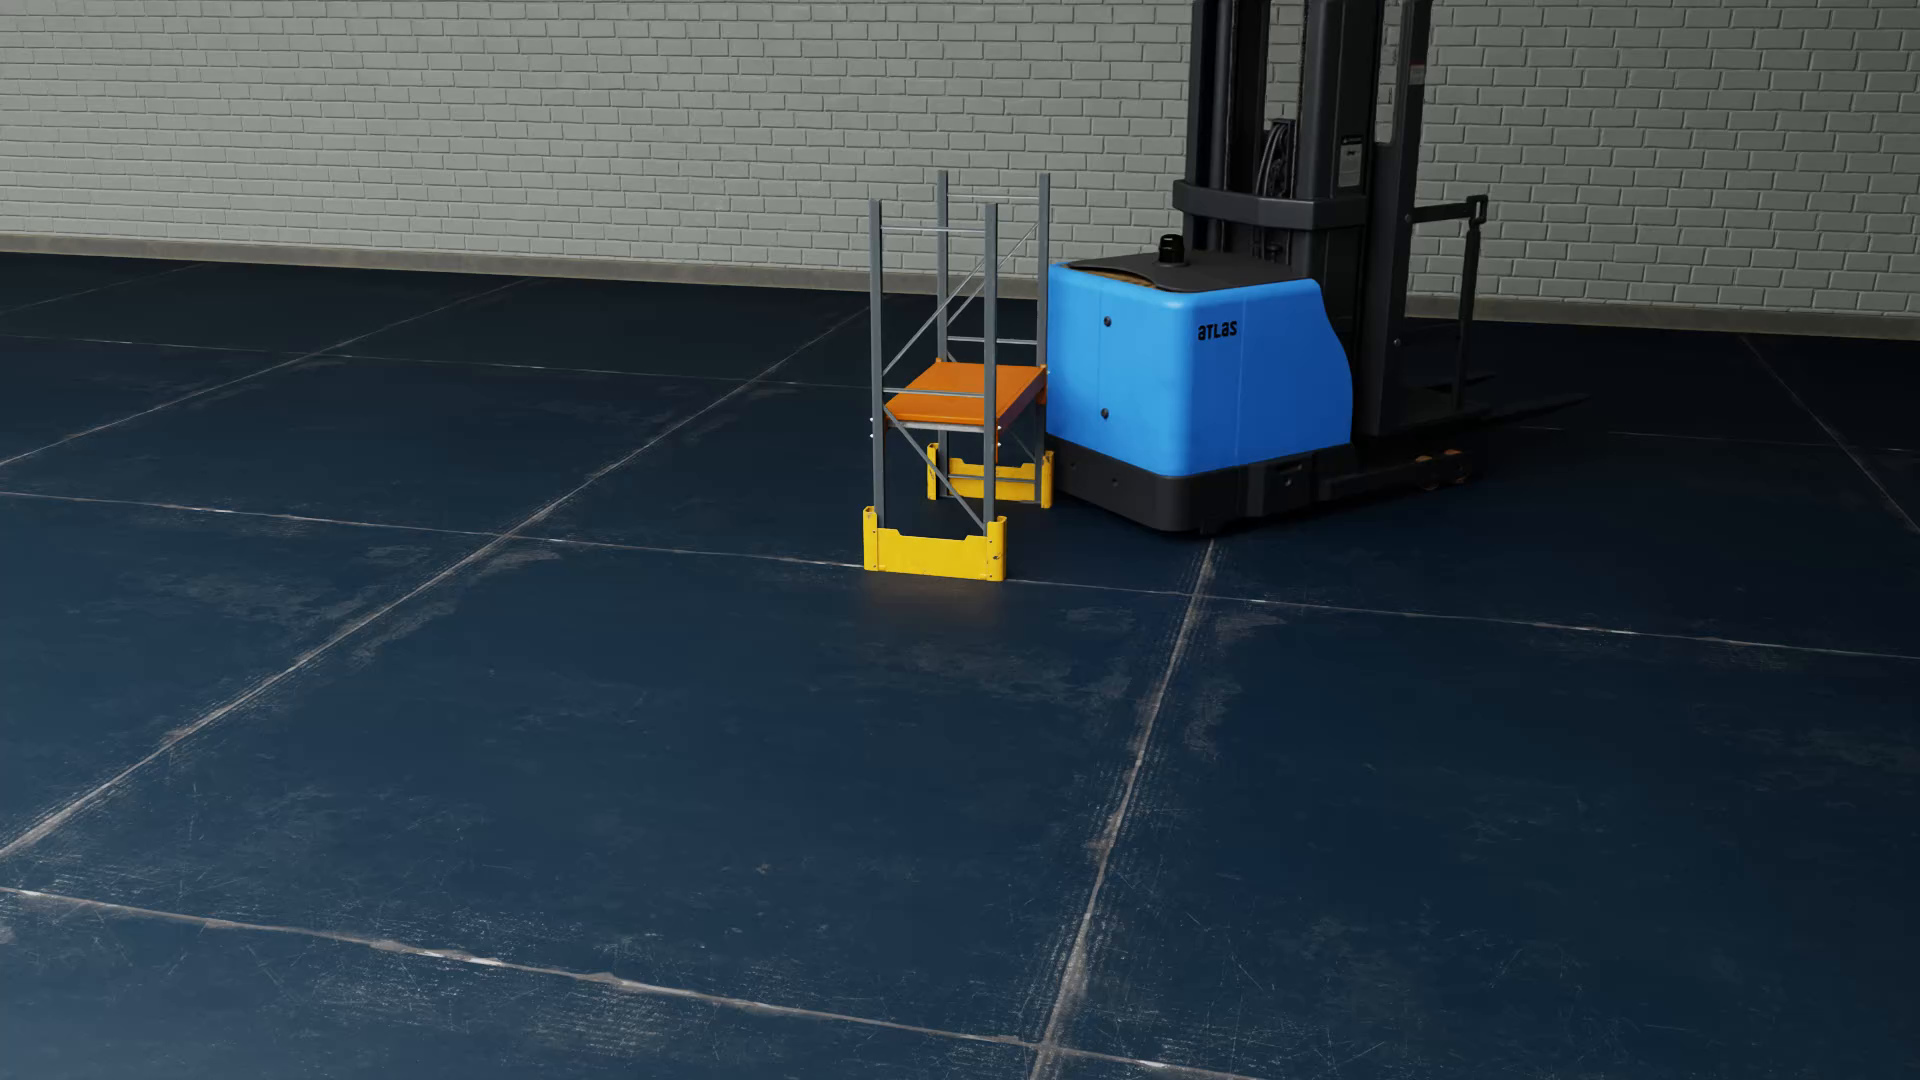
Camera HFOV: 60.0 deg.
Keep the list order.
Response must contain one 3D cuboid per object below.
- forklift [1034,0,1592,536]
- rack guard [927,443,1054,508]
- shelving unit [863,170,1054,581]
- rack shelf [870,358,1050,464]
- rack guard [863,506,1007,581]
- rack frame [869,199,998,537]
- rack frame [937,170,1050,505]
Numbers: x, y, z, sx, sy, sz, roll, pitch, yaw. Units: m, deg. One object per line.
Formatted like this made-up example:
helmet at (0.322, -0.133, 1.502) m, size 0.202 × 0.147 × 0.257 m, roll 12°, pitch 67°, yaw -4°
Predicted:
forklift at (1.860, -1.750, 7.776) m, size 3.031 × 2.935 × 1.130 m, roll -12°, pitch 22°, yaw -31°
rack guard at (0.140, -0.298, 7.674) m, size 0.587 × 0.250 × 0.087 m, roll 5°, pitch 19°, yaw 13°
shelving unit at (0.019, -0.734, 7.015) m, size 0.587 × 1.500 × 1.083 m, roll 5°, pitch 19°, yaw 13°
rack shelf at (0.021, -0.566, 7.082) m, size 0.538 × 0.185 × 1.000 m, roll 5°, pitch 19°, yaw 13°
rack guard at (-0.103, 0.014, 6.760) m, size 0.587 × 0.250 × 0.087 m, roll 5°, pitch 19°, yaw 13°
rack frame at (-0.103, -0.577, 6.557) m, size 0.500 × 1.500 × 0.032 m, roll 5°, pitch 19°, yaw 13°
rack frame at (0.145, -0.896, 7.490) m, size 0.500 × 1.500 × 0.032 m, roll 5°, pitch 19°, yaw 13°
